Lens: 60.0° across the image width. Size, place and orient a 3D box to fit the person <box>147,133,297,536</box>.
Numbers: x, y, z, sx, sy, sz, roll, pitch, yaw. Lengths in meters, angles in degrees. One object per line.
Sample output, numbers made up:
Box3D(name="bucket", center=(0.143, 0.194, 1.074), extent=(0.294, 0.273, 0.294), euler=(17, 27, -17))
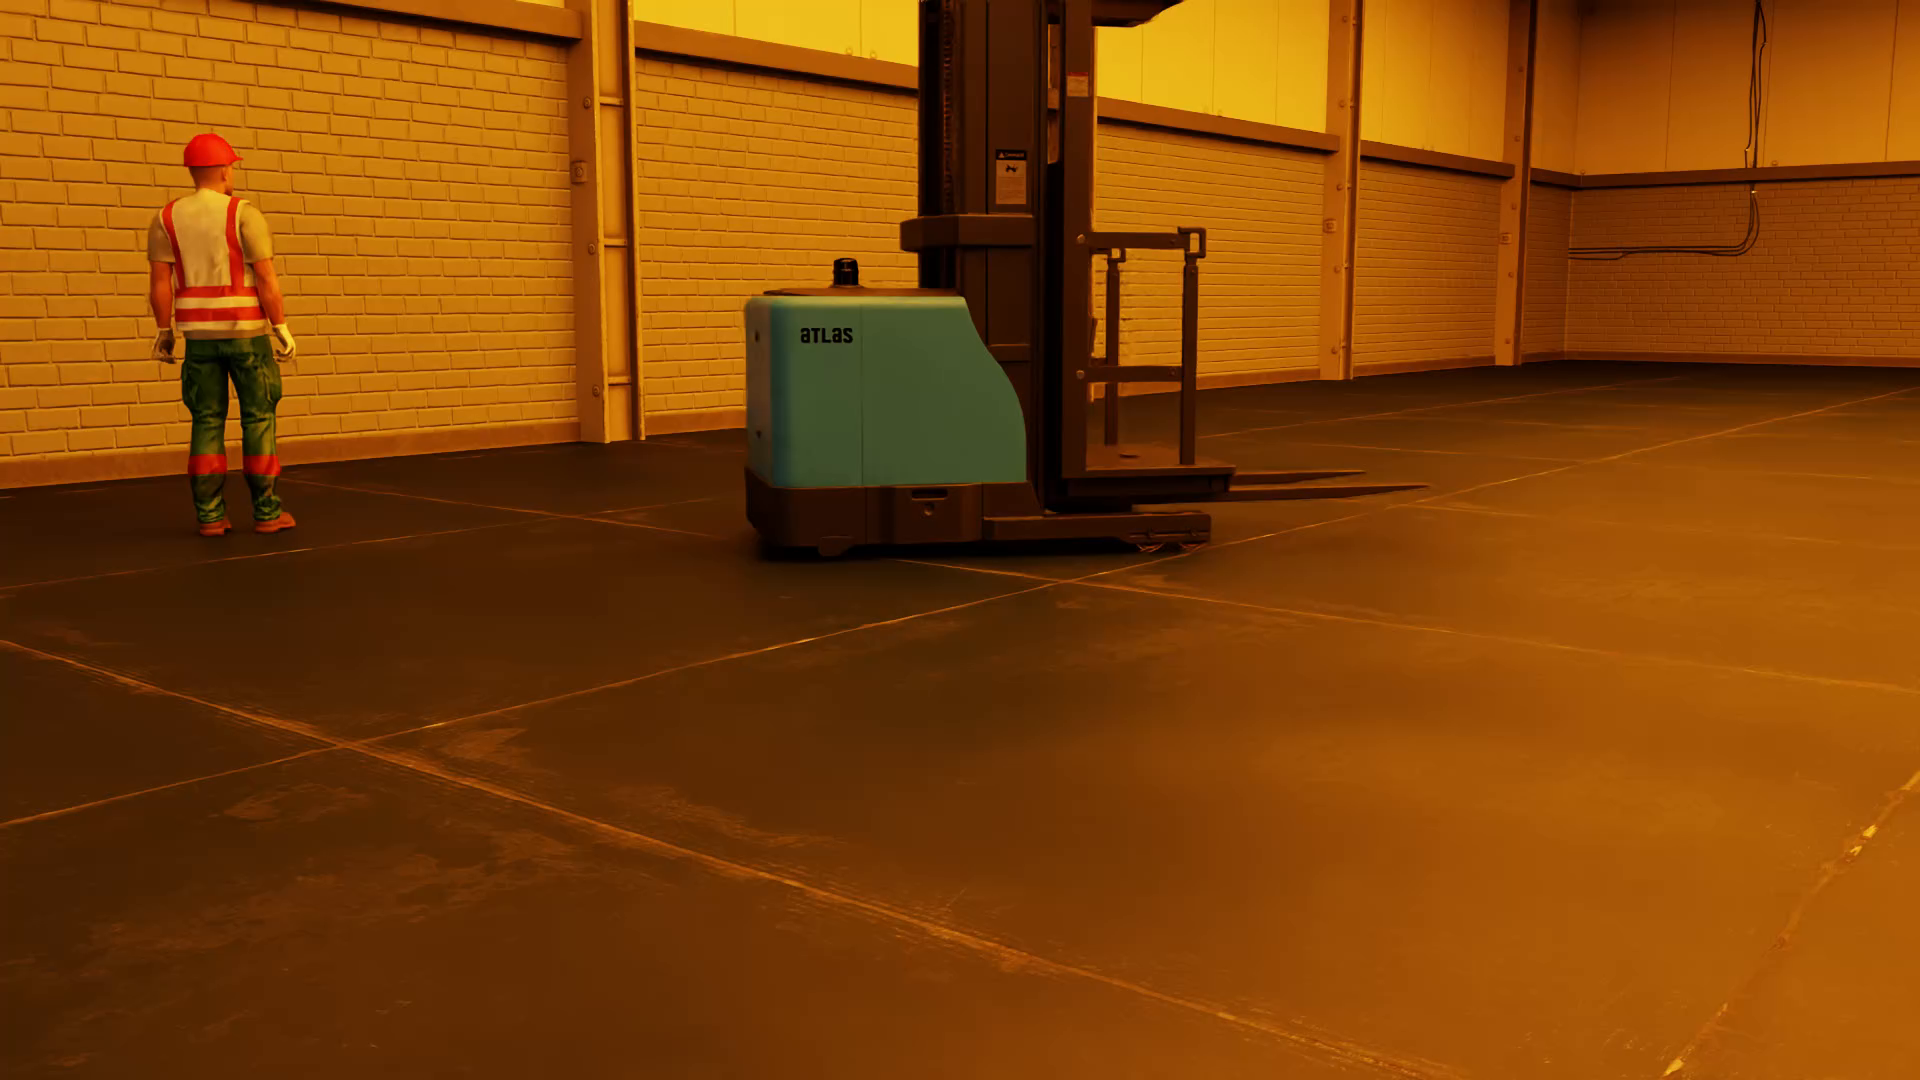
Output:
Box3D(name="person", center=(-3.324, -0.924, 7.550), extent=(0.626, 1.794, 0.383), euler=(-1, 8, -5))

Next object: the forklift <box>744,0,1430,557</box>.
Box3D(name="forklift", center=(0.592, -1.473, 7.347), extent=(3.031, 2.935, 1.130), euler=(-2, 9, -14))
